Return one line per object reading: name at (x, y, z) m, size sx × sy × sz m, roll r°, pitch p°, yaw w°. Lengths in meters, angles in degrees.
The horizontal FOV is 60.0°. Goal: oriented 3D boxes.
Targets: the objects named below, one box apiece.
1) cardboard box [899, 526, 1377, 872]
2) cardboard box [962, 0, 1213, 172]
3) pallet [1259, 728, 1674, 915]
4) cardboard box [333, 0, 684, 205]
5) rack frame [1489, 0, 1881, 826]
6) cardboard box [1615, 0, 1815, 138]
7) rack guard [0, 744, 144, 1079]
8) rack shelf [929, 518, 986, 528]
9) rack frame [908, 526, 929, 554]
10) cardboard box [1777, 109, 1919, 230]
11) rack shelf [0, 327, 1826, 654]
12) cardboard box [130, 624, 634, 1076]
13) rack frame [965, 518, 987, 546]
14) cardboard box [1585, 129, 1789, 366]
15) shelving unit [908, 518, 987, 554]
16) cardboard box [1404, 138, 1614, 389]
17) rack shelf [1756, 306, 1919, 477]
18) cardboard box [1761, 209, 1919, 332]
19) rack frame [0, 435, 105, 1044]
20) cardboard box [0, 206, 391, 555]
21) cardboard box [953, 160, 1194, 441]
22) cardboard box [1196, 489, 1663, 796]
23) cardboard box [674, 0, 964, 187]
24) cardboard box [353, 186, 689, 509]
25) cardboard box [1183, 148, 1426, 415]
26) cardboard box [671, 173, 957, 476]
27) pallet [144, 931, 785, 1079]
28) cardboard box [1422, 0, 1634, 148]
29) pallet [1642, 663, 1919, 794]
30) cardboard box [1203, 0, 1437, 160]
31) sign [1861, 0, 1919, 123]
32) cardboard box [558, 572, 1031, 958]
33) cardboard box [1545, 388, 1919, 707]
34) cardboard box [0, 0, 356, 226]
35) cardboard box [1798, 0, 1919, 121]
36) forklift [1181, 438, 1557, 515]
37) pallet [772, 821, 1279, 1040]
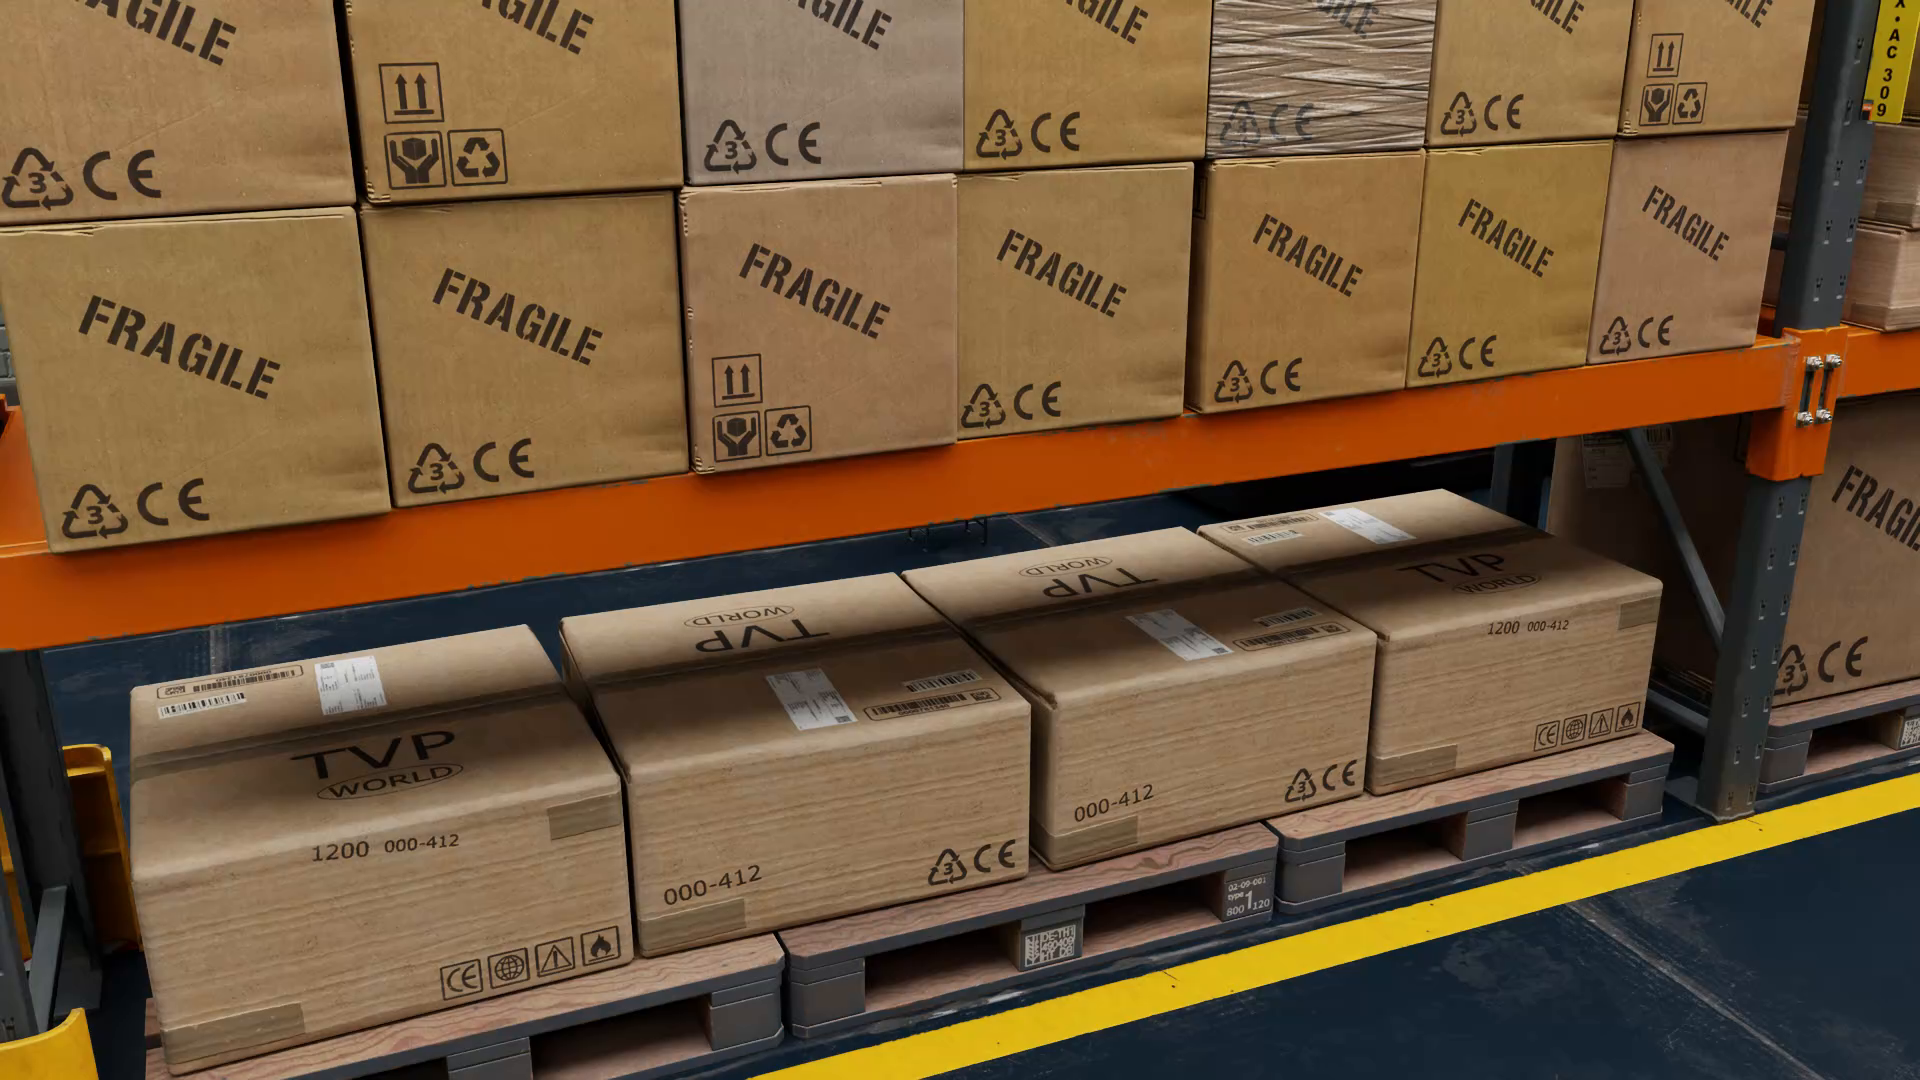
cardboard box at (0.418, 0.356, 4.220) m, size 0.875 × 0.438 × 0.875 m, roll -9°, pitch 21°, yaw -24°
cardboard box at (0.138, -0.997, 3.182) m, size 0.500 × 0.500 × 0.500 m, roll -8°, pitch 21°, yaw -22°
pallet at (1.130, 0.569, 4.588) m, size 1.213 × 0.211 × 1.003 m, roll -8°, pitch 21°, yaw -22°
cardboard box at (-0.789, -0.861, 2.796) m, size 0.500 × 0.500 × 0.500 m, roll -9°, pitch 21°, yaw -23°
rack frame at (1.859, -0.822, 4.341) m, size 0.127 × 3.000 × 1.000 m, roll -8°, pitch 21°, yaw -22°
cardboard box at (1.535, -1.195, 3.743) m, size 0.500 × 0.500 × 0.500 m, roll -8°, pitch 21°, yaw -22°
rack guard at (-1.836, 0.886, 3.253) m, size 0.348 × 0.500 × 1.175 m, roll -8°, pitch 21°, yaw -22°
rack shelf at (-0.049, -0.216, 6.423) m, size 0.240 × 0.259 × 0.215 m, roll -8°, pitch 21°, yaw -22°
rack frame at (-0.161, -0.472, 6.282) m, size 0.008 × 1.050 × 0.200 m, roll -8°, pitch 21°, yaw -22°
cardboard box at (2.375, -0.959, 4.203) m, size 0.500 × 0.250 × 0.500 m, roll -9°, pitch 21°, yaw -23°
rack shelf at (0.022, -0.220, 3.714) m, size 4.000 × 0.370 × 1.077 m, roll -8°, pitch 21°, yaw -22°
cardboard box at (-1.248, 0.597, 3.536) m, size 0.875 × 0.438 × 0.875 m, roll -9°, pitch 21°, yaw -24°
rack frame at (0.063, -0.504, 6.373) m, size 0.008 × 1.050 × 0.200 m, roll -8°, pitch 21°, yaw -22°
cardboard box at (1.534, -0.731, 3.930) m, size 0.500 × 0.500 × 0.500 m, roll -8°, pitch 21°, yaw -21°
shelving unit at (-0.049, -0.488, 6.328) m, size 0.252 × 1.050 × 0.215 m, roll -8°, pitch 21°, yaw -22°
cardboard box at (1.064, -0.661, 3.733) m, size 0.500 × 0.500 × 0.500 m, roll -9°, pitch 21°, yaw -23°
rack shelf at (3.695, -0.746, 5.208) m, size 4.000 × 0.370 × 1.077 m, roll -8°, pitch 21°, yaw -22°
cardboard box at (2.367, -0.729, 4.302) m, size 0.500 × 0.250 × 0.500 m, roll -9°, pitch 21°, yaw -23°
rack frame at (-1.814, -0.296, 2.847) m, size 0.127 × 3.000 × 1.000 m, roll -8°, pitch 21°, yaw -22°
cardboard box at (-1.260, -0.319, 2.761) m, size 0.500 × 0.500 × 0.500 m, roll -8°, pitch 21°, yaw -22°
cardboard box at (0.121, -0.526, 3.350) m, size 0.500 × 0.500 × 0.500 m, roll -7°, pitch 21°, yaw -20°
cardboard box at (1.240, 0.238, 4.555) m, size 0.875 × 0.438 × 0.875 m, roll -8°, pitch 21°, yaw -23°
cardboard box at (-0.319, -0.931, 2.995) m, size 0.500 × 0.500 × 0.500 m, roll -8°, pitch 21°, yaw -22°
cardboard box at (-0.806, -0.394, 2.974) m, size 0.500 × 0.500 × 0.500 m, roll -8°, pitch 21°, yaw -23°
cardboard box at (0.608, -0.591, 3.532) m, size 0.500 × 0.500 × 0.500 m, roll -8°, pitch 21°, yaw -23°
cardboard box at (-0.332, -0.455, 3.148) m, size 0.500 × 0.500 × 0.500 m, roll -8°, pitch 21°, yaw -22°
pallet at (-1.111, 0.890, 3.676) m, size 1.213 × 0.211 × 1.003 m, roll -8°, pitch 21°, yaw -22°
cardboard box at (1.066, -1.131, 3.561) m, size 0.500 × 0.500 × 0.500 m, roll -8°, pitch 21°, yaw -23°
pallet at (2.537, 0.368, 5.158) m, size 1.213 × 0.211 × 1.003 m, roll -8°, pitch 21°, yaw -22°
cardboard box at (0.602, -1.061, 3.362) m, size 0.500 × 0.500 × 0.500 m, roll -8°, pitch 21°, yaw -21°
sign at (2.080, -1.099, 3.704) m, size 0.005 × 0.325 × 0.100 m, roll -8°, pitch 21°, yaw -22°
cardboard box at (-0.411, 0.474, 3.885) m, size 0.875 × 0.438 × 0.875 m, roll -8°, pitch 21°, yaw -20°
cardboard box at (2.396, -0.124, 4.925) m, size 0.875 × 0.875 × 0.875 m, roll -7°, pitch 21°, yaw -20°
cardboard box at (-1.260, -0.791, 2.597) m, size 0.500 × 0.500 × 0.500 m, roll -9°, pitch 21°, yaw -23°
cardboard box at (2.377, -1.311, 4.074) m, size 0.500 × 0.500 × 0.500 m, roll -8°, pitch 21°, yaw -21°
forklift at (2.179, -1.796, 7.211) m, size 3.031 × 2.935 × 1.130 m, roll -10°, pitch 22°, yaw -27°
pallet at (0.008, 0.731, 4.129) m, size 1.213 × 0.211 × 1.003 m, roll -8°, pitch 21°, yaw -22°
